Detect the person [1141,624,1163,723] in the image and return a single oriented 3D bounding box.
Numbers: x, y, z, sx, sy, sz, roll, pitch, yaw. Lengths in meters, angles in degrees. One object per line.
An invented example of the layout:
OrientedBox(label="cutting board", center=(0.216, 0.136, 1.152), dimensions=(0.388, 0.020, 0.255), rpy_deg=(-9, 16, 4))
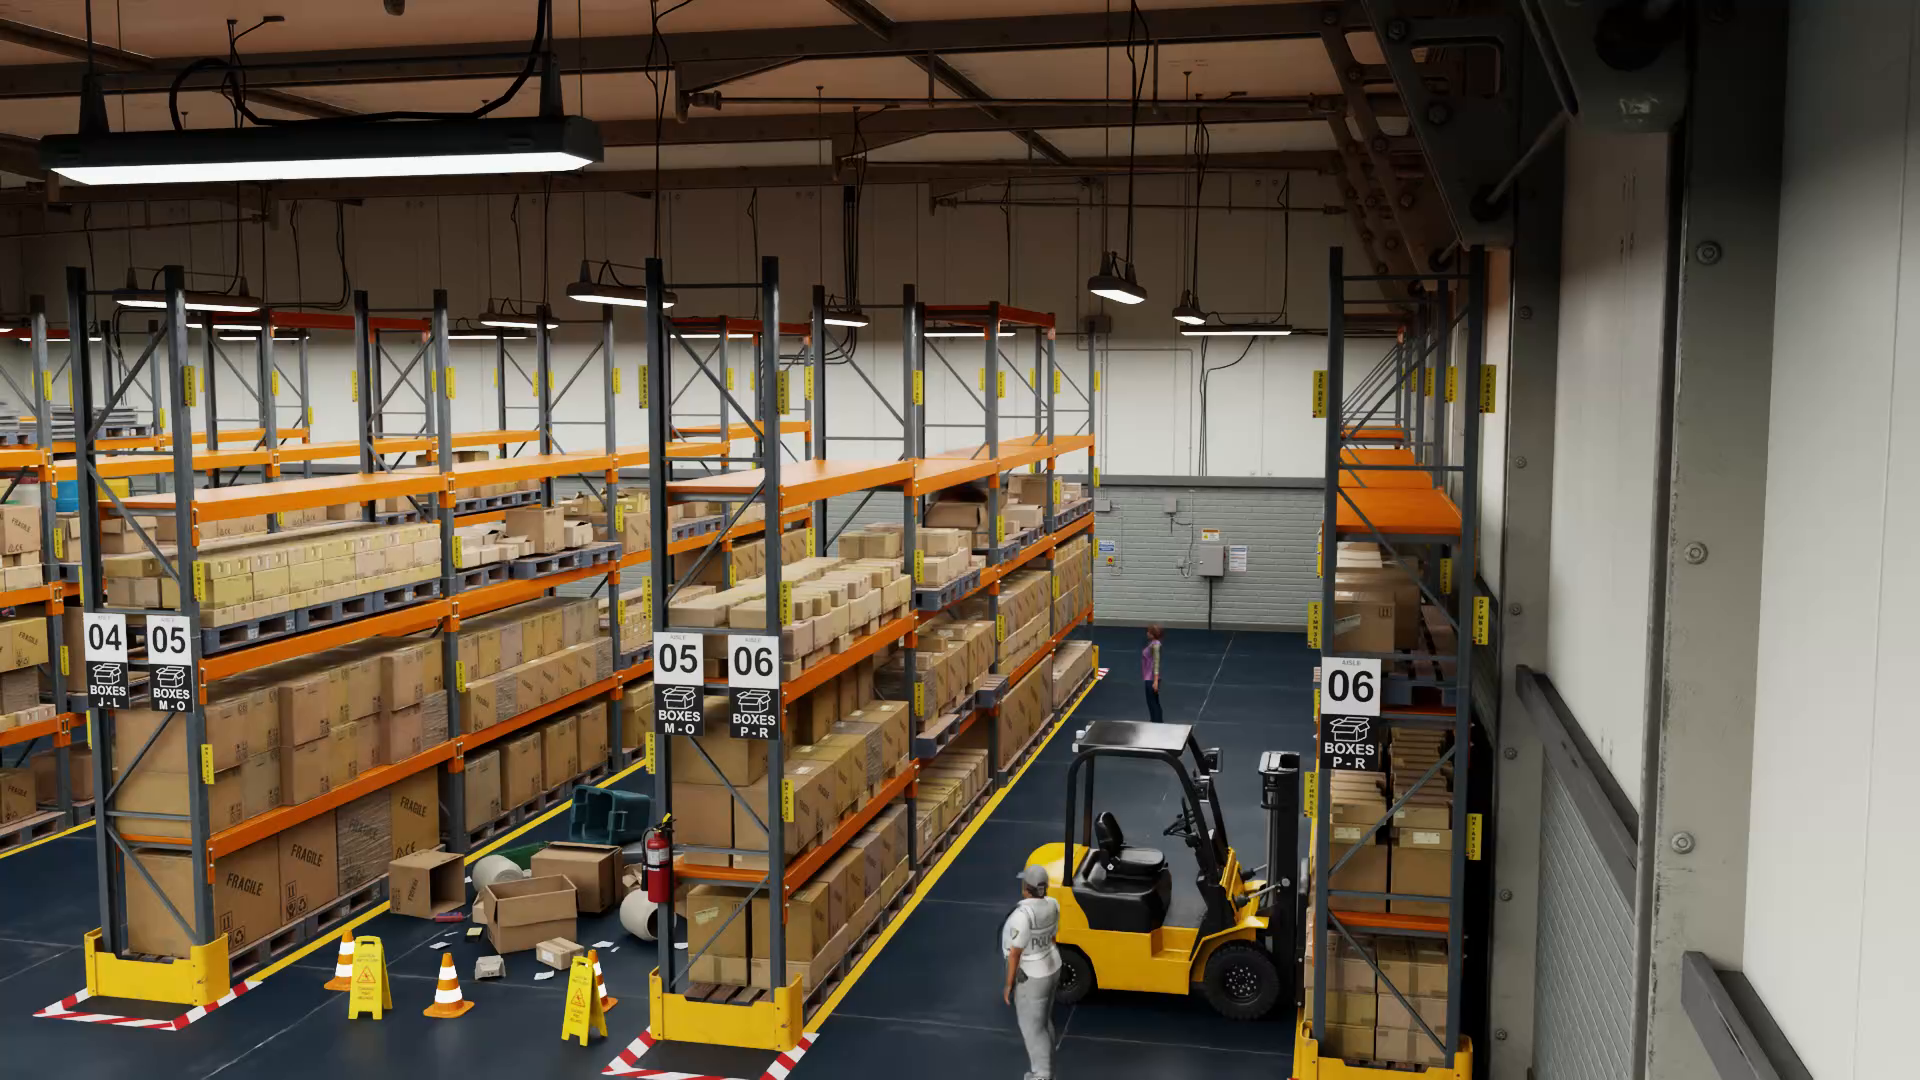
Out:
OrientedBox(label="person", center=(2.730, 1.986, 23.579), dimensions=(0.339, 1.599, 0.477), rpy_deg=(2, 6, 16))

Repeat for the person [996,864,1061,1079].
OrientedBox(label="person", center=(0.497, 3.148, 11.950), dimensions=(0.428, 1.687, 0.538), rpy_deg=(2, 6, 22))
